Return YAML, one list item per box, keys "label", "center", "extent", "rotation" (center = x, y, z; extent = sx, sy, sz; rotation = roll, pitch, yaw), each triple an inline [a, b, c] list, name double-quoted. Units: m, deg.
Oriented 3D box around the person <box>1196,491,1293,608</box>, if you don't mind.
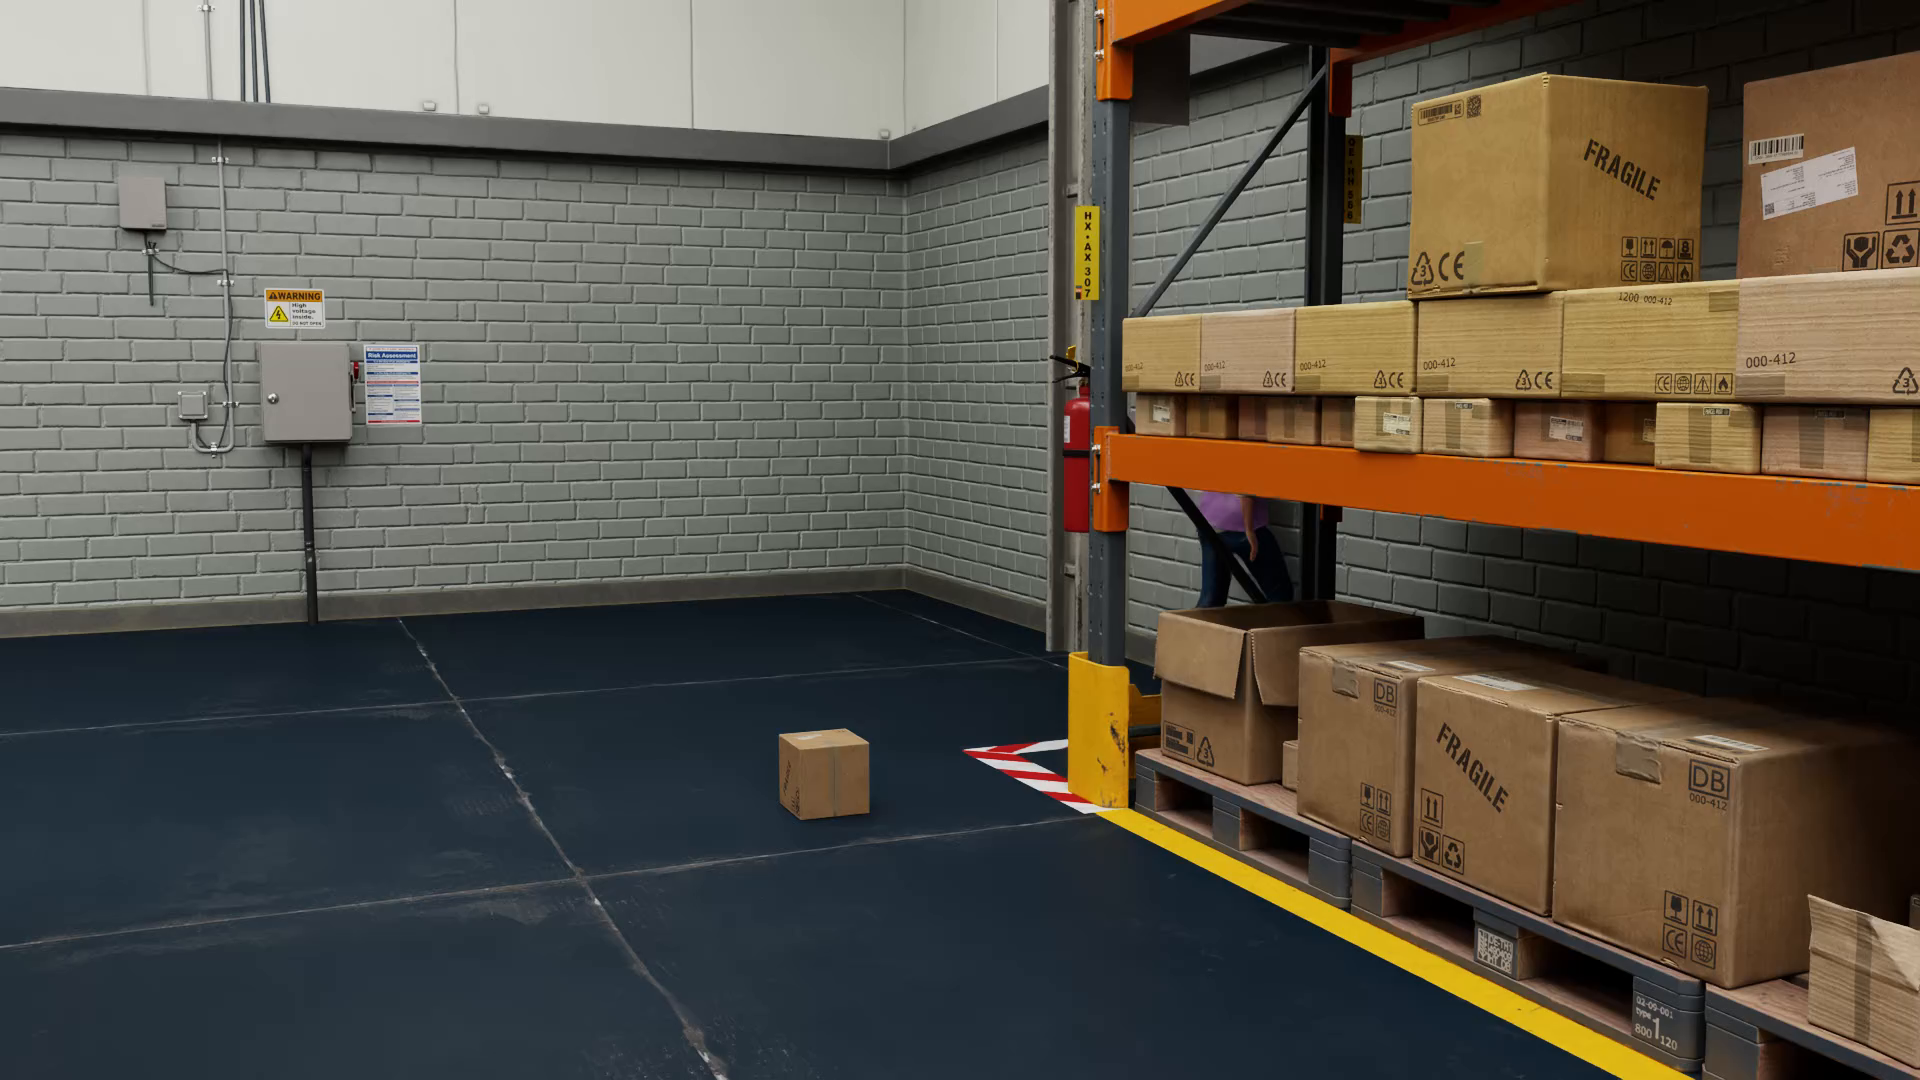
- label: "person"
  center: [1.304, -0.047, 7.541]
  extent: [0.694, 1.569, 0.464]
  rotation: [-2, 6, -23]
